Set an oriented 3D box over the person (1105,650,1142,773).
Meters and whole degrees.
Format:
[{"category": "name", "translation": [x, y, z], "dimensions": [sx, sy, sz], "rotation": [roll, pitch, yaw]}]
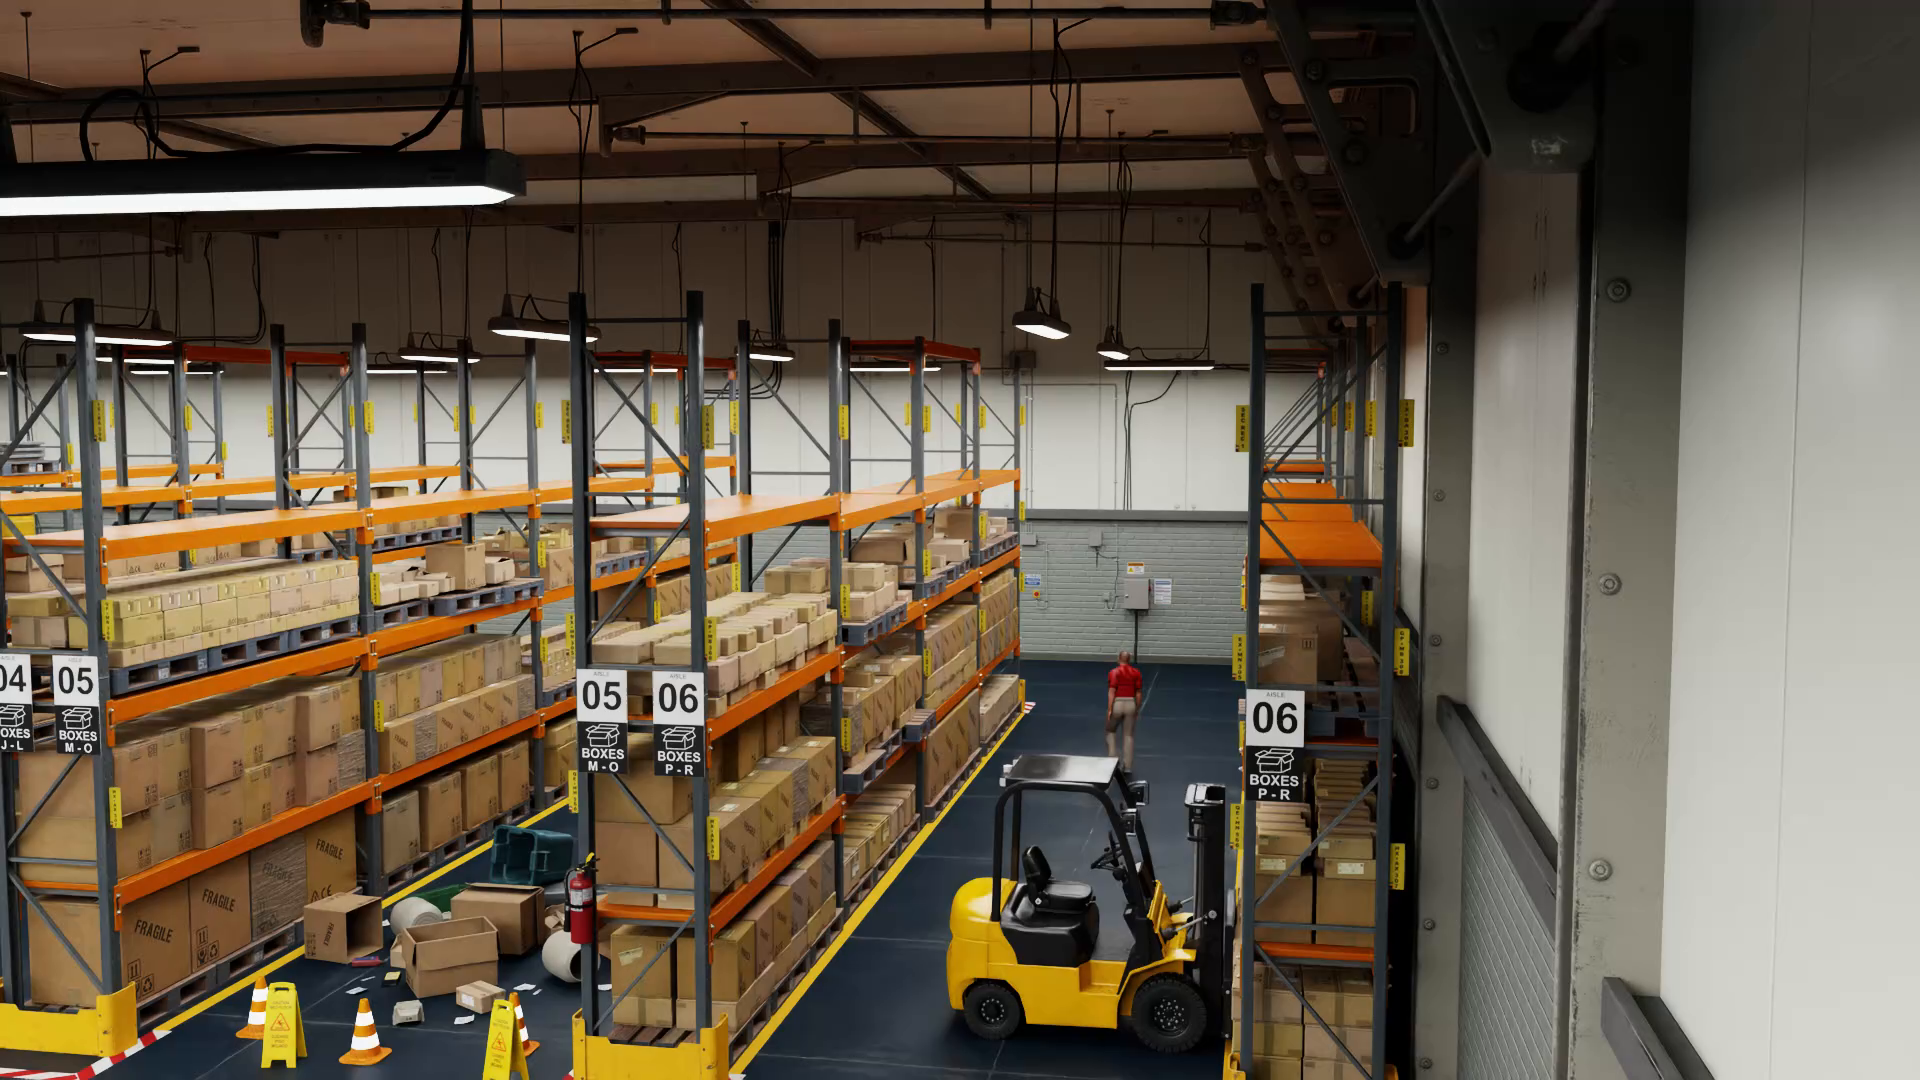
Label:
[{"category": "person", "translation": [2.322, 2.444, 23.482], "dimensions": [0.552, 1.774, 0.545], "rotation": [-1, 5, -8]}]
